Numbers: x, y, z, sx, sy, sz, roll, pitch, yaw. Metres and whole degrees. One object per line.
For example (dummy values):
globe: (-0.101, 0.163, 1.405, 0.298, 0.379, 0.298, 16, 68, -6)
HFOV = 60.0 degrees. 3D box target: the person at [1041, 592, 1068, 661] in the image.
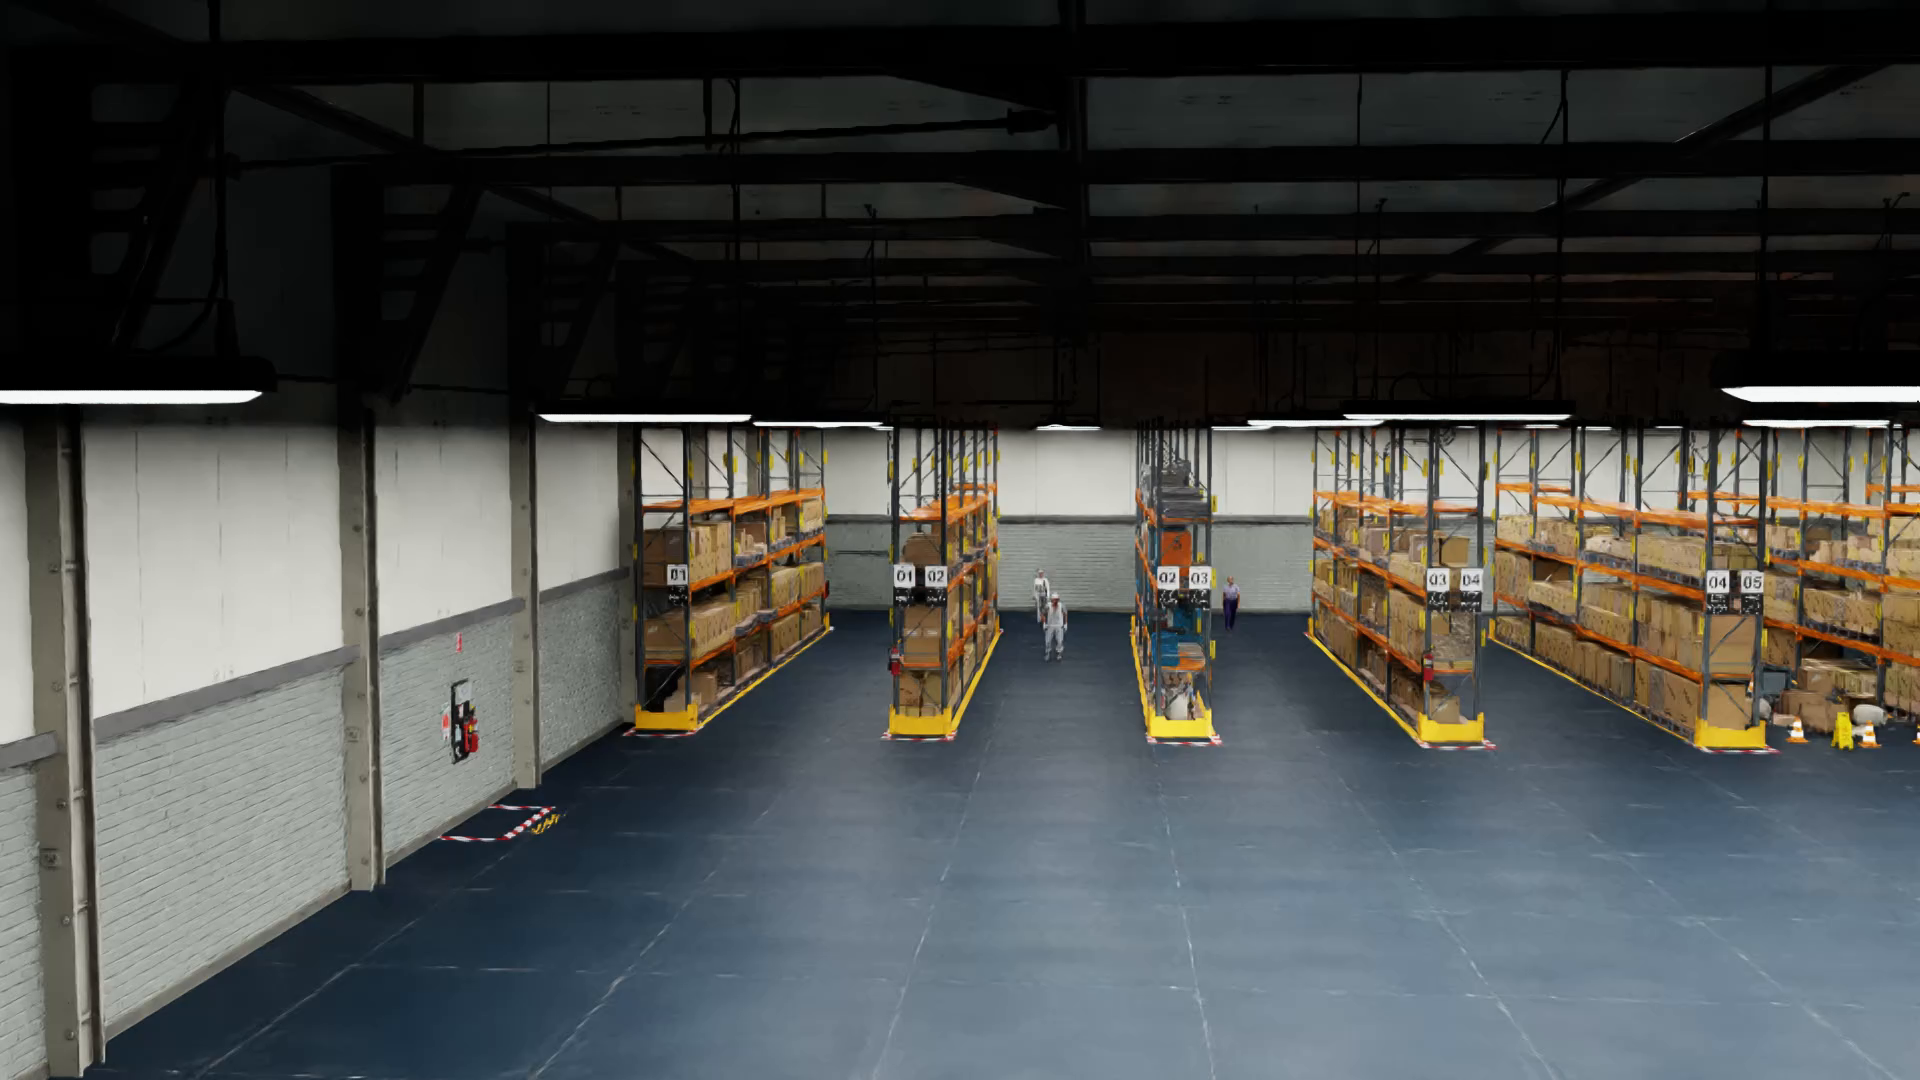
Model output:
person: (2.357, 2.158, 41.405, 0.677, 1.742, 0.552, 0, 4, 3)

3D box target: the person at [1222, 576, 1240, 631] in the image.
person: (7.788, 1.809, 47.729, 0.493, 1.589, 0.991, 0, 4, 4)

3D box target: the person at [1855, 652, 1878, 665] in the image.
person: (22.342, 2.174, 40.813, 0.594, 1.738, 0.668, 2, 4, 29)

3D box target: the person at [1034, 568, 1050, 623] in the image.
person: (2.453, 1.648, 49.867, 0.497, 1.625, 0.997, 0, 4, 4)
